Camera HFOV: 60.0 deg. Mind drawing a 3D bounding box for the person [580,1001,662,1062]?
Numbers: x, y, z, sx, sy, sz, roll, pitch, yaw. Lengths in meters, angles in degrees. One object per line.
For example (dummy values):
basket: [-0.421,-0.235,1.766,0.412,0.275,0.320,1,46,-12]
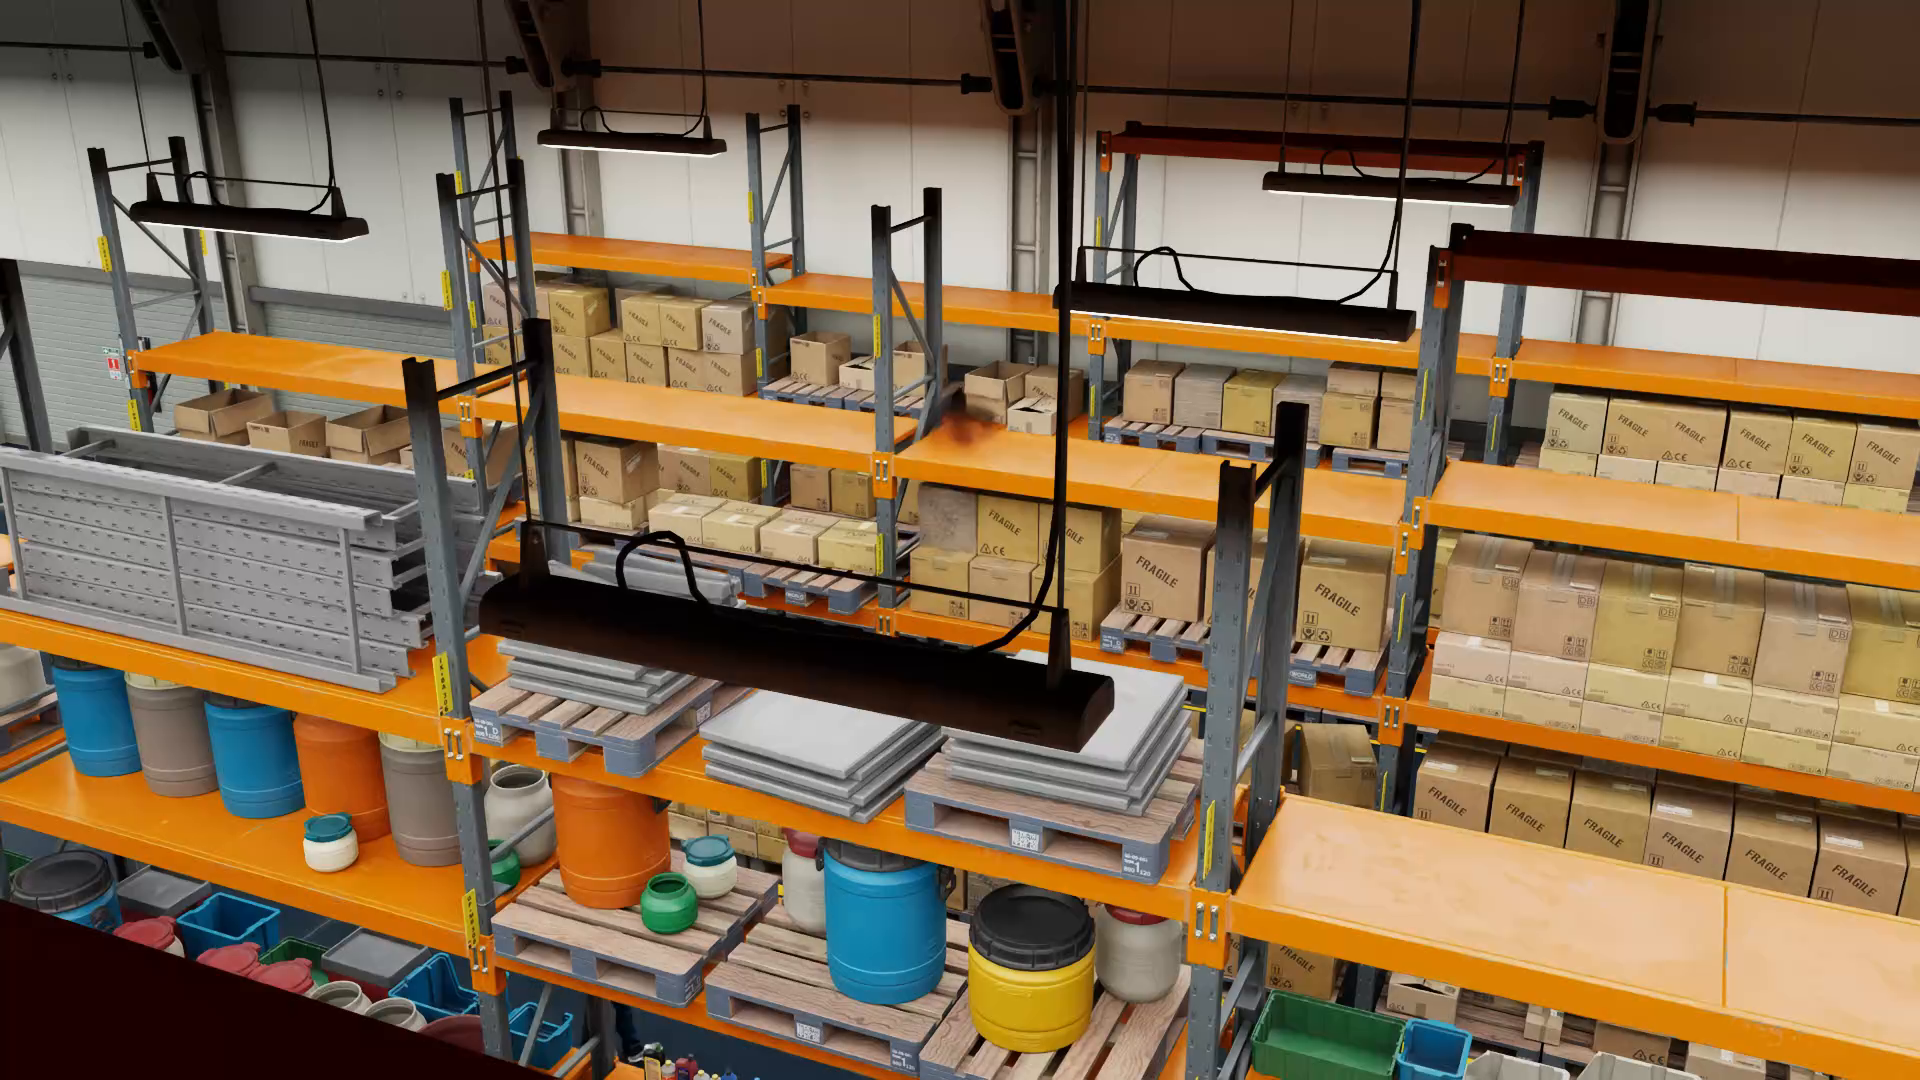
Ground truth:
person: [-2.539,3.119,12.186,0.548,1.577,0.438,-13,24,-31]
